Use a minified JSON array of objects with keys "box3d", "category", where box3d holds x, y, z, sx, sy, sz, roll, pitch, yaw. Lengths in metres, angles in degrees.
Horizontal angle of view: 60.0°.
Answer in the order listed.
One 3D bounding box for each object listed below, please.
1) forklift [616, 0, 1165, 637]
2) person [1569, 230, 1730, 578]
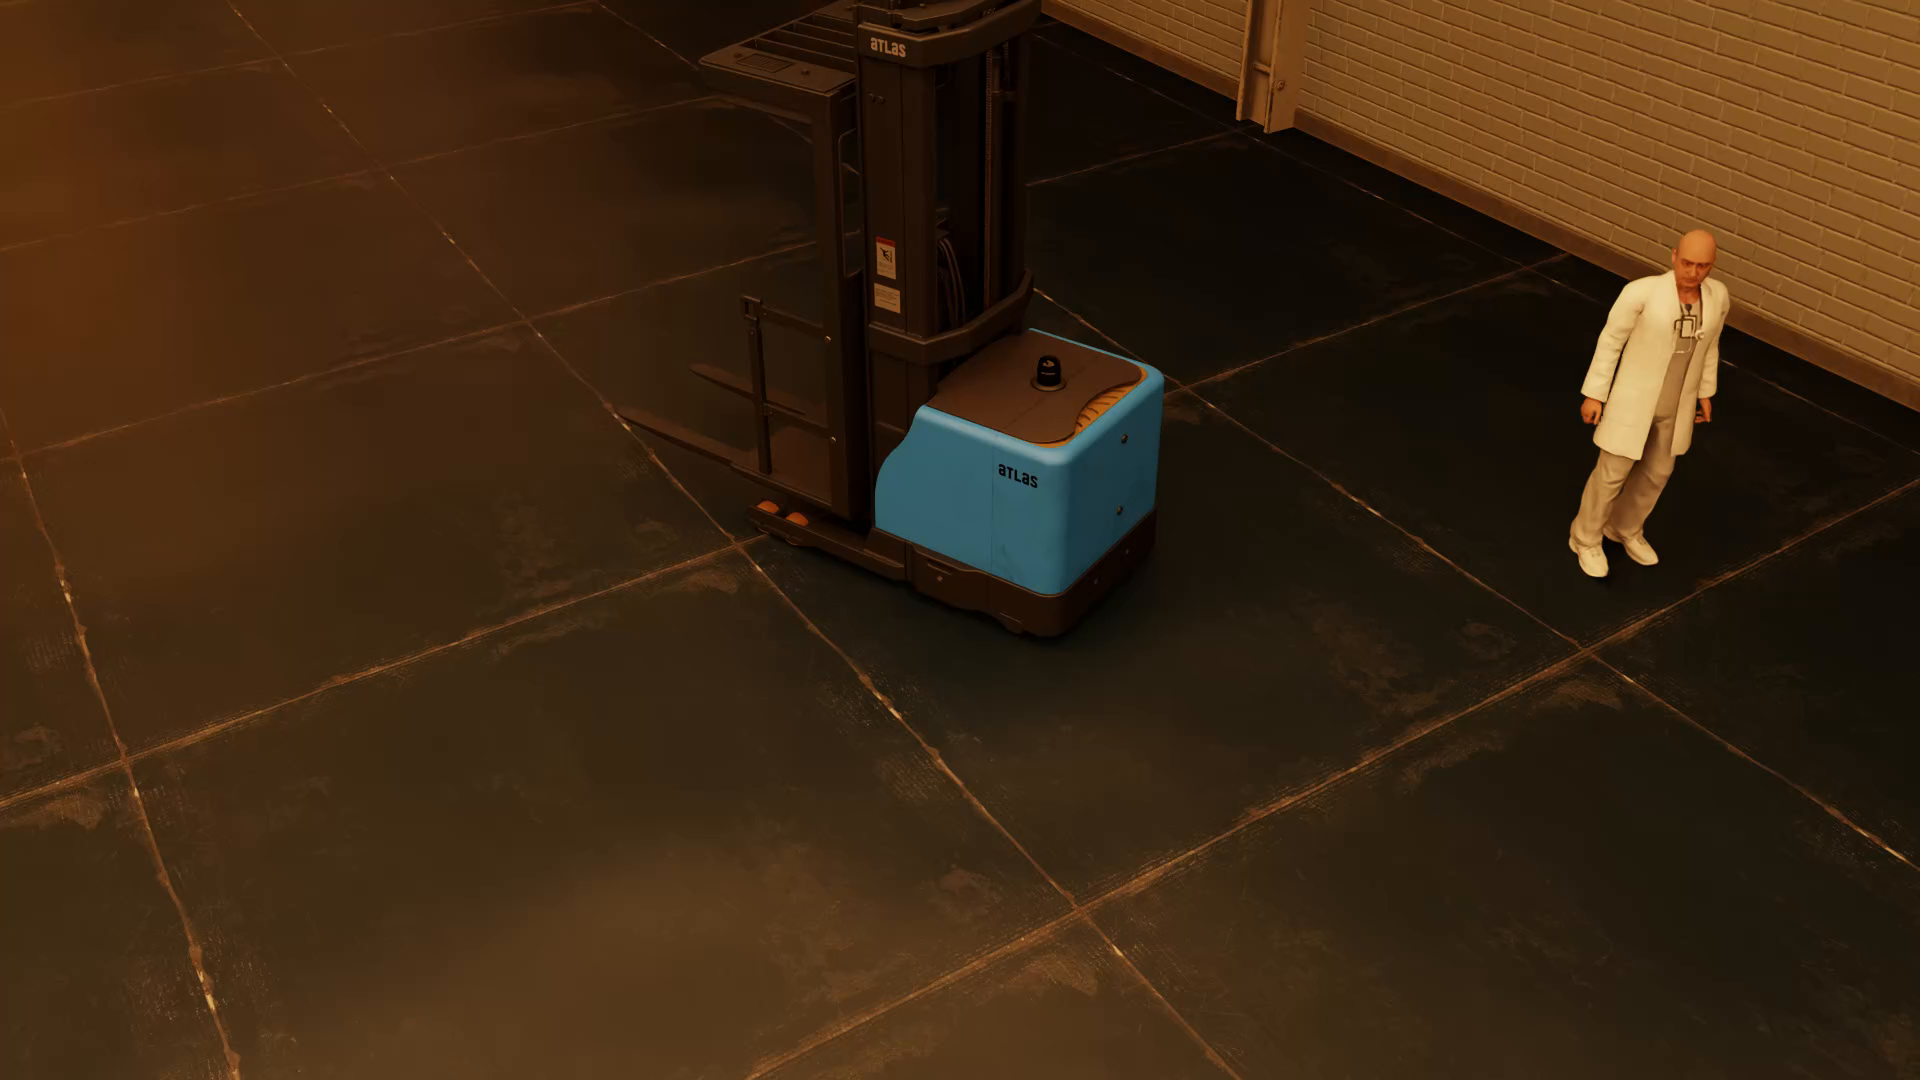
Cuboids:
[{"box3d":[-0.500,-1.399,8.138,3.031,2.935,1.130,22,41,28],"category":"forklift"},{"box3d":[3.375,-0.651,8.076,0.670,1.781,0.435,-5,35,-6],"category":"person"}]
